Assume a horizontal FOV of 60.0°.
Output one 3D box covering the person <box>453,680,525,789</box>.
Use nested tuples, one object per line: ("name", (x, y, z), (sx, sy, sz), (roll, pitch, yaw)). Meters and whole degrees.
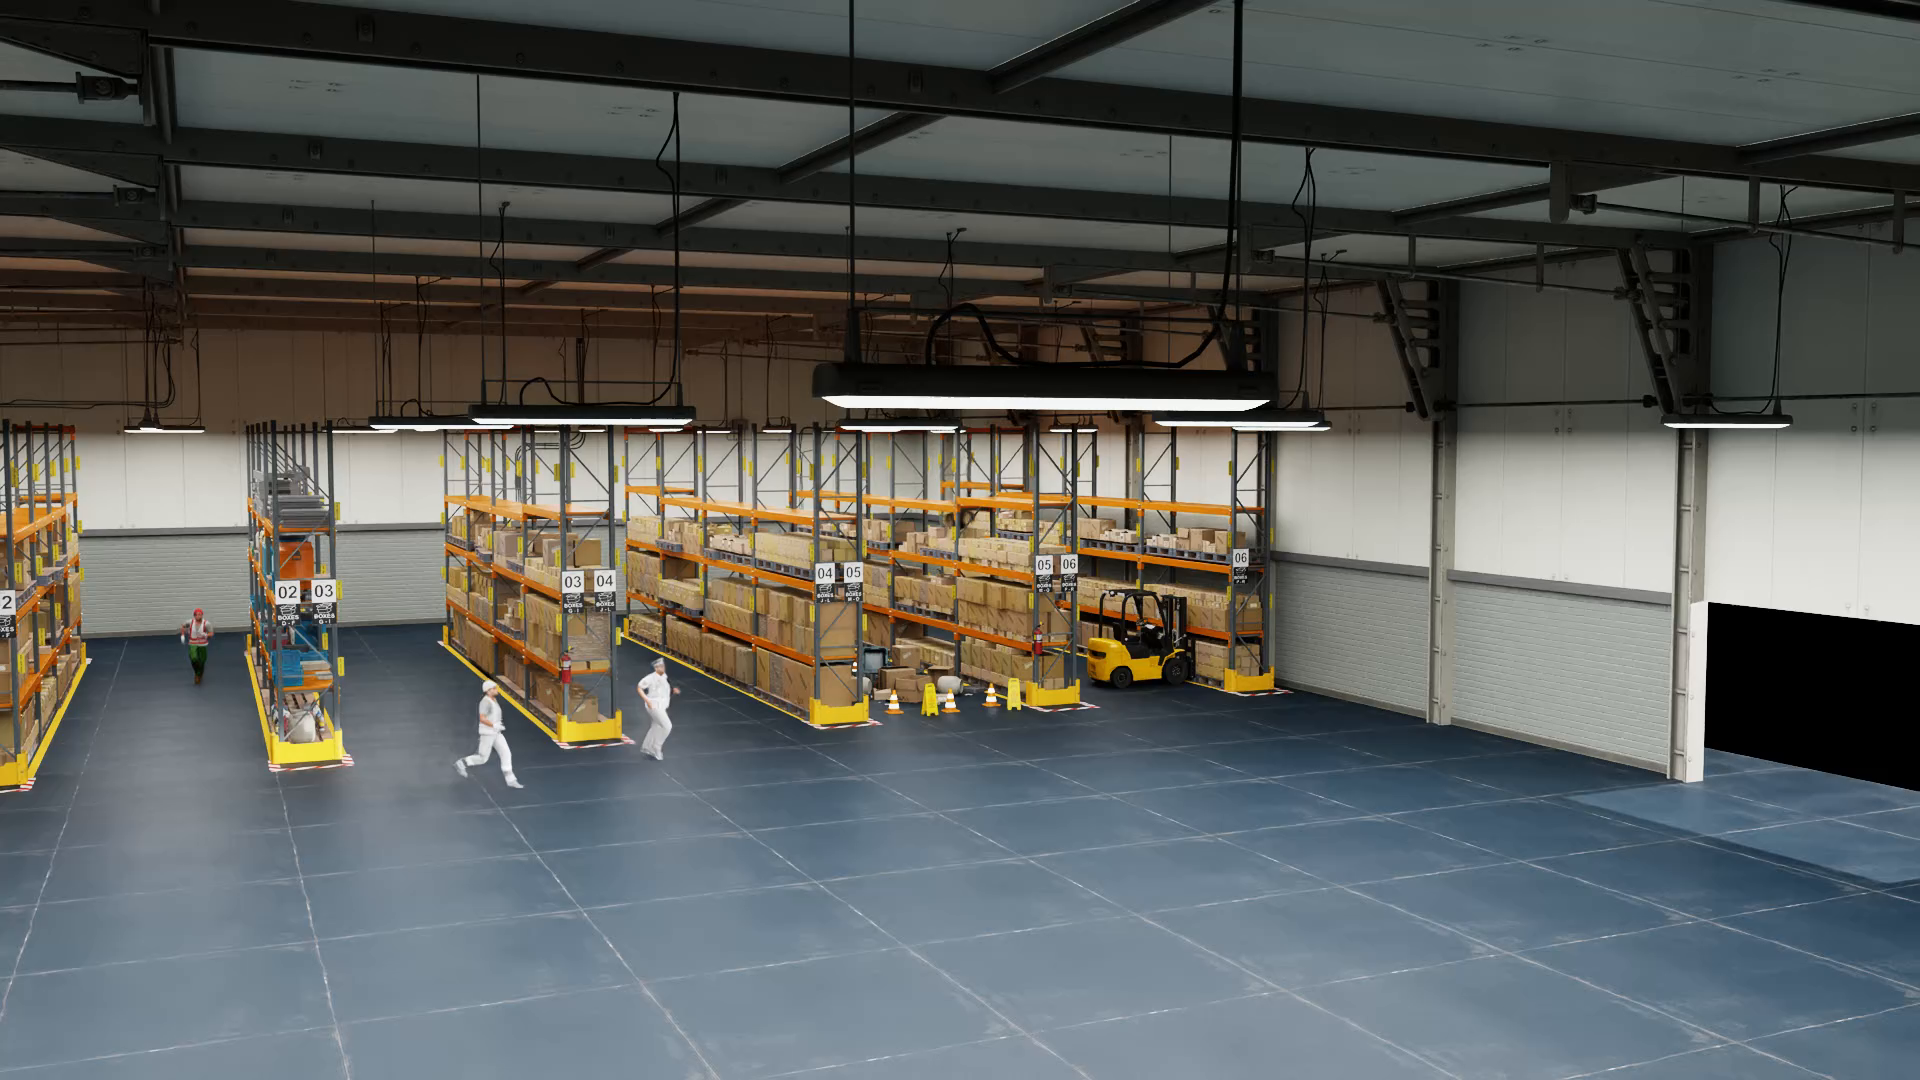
("person", (-7.655, 3.163, 26.976), (1.143, 1.776, 0.626), (0, 4, 7))

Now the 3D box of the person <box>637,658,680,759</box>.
("person", (-5.352, 3.011, 29.639), (0.742, 1.829, 0.627), (1, 4, 15))

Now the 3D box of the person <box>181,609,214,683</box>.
("person", (-17.538, 2.432, 38.247), (0.700, 1.729, 0.797), (-1, 4, -20))
